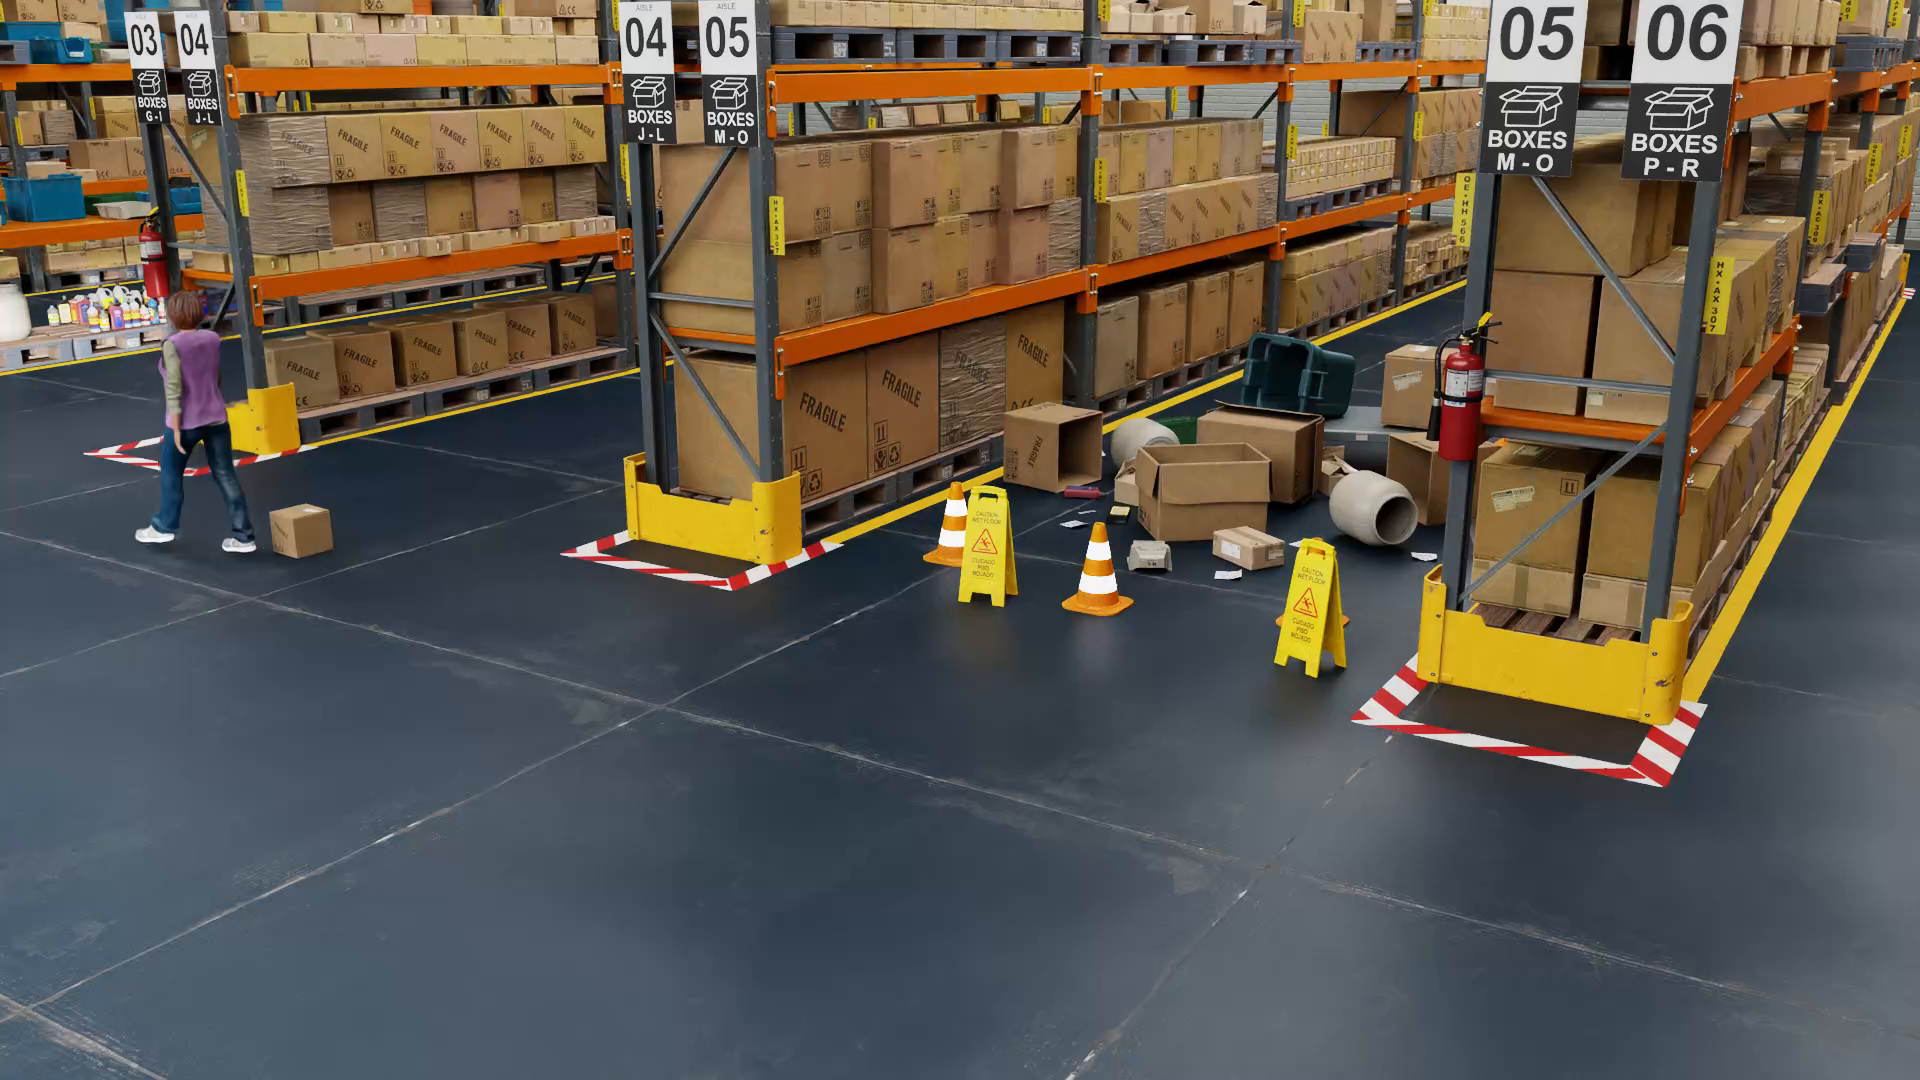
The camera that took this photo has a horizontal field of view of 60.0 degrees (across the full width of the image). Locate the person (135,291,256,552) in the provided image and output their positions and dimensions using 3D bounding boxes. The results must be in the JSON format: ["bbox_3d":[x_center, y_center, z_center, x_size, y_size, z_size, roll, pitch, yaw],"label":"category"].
[{"bbox_3d":[-4.603,-0.716,9.941,0.873,1.557,0.438,10,19,31],"label":"person"}]
